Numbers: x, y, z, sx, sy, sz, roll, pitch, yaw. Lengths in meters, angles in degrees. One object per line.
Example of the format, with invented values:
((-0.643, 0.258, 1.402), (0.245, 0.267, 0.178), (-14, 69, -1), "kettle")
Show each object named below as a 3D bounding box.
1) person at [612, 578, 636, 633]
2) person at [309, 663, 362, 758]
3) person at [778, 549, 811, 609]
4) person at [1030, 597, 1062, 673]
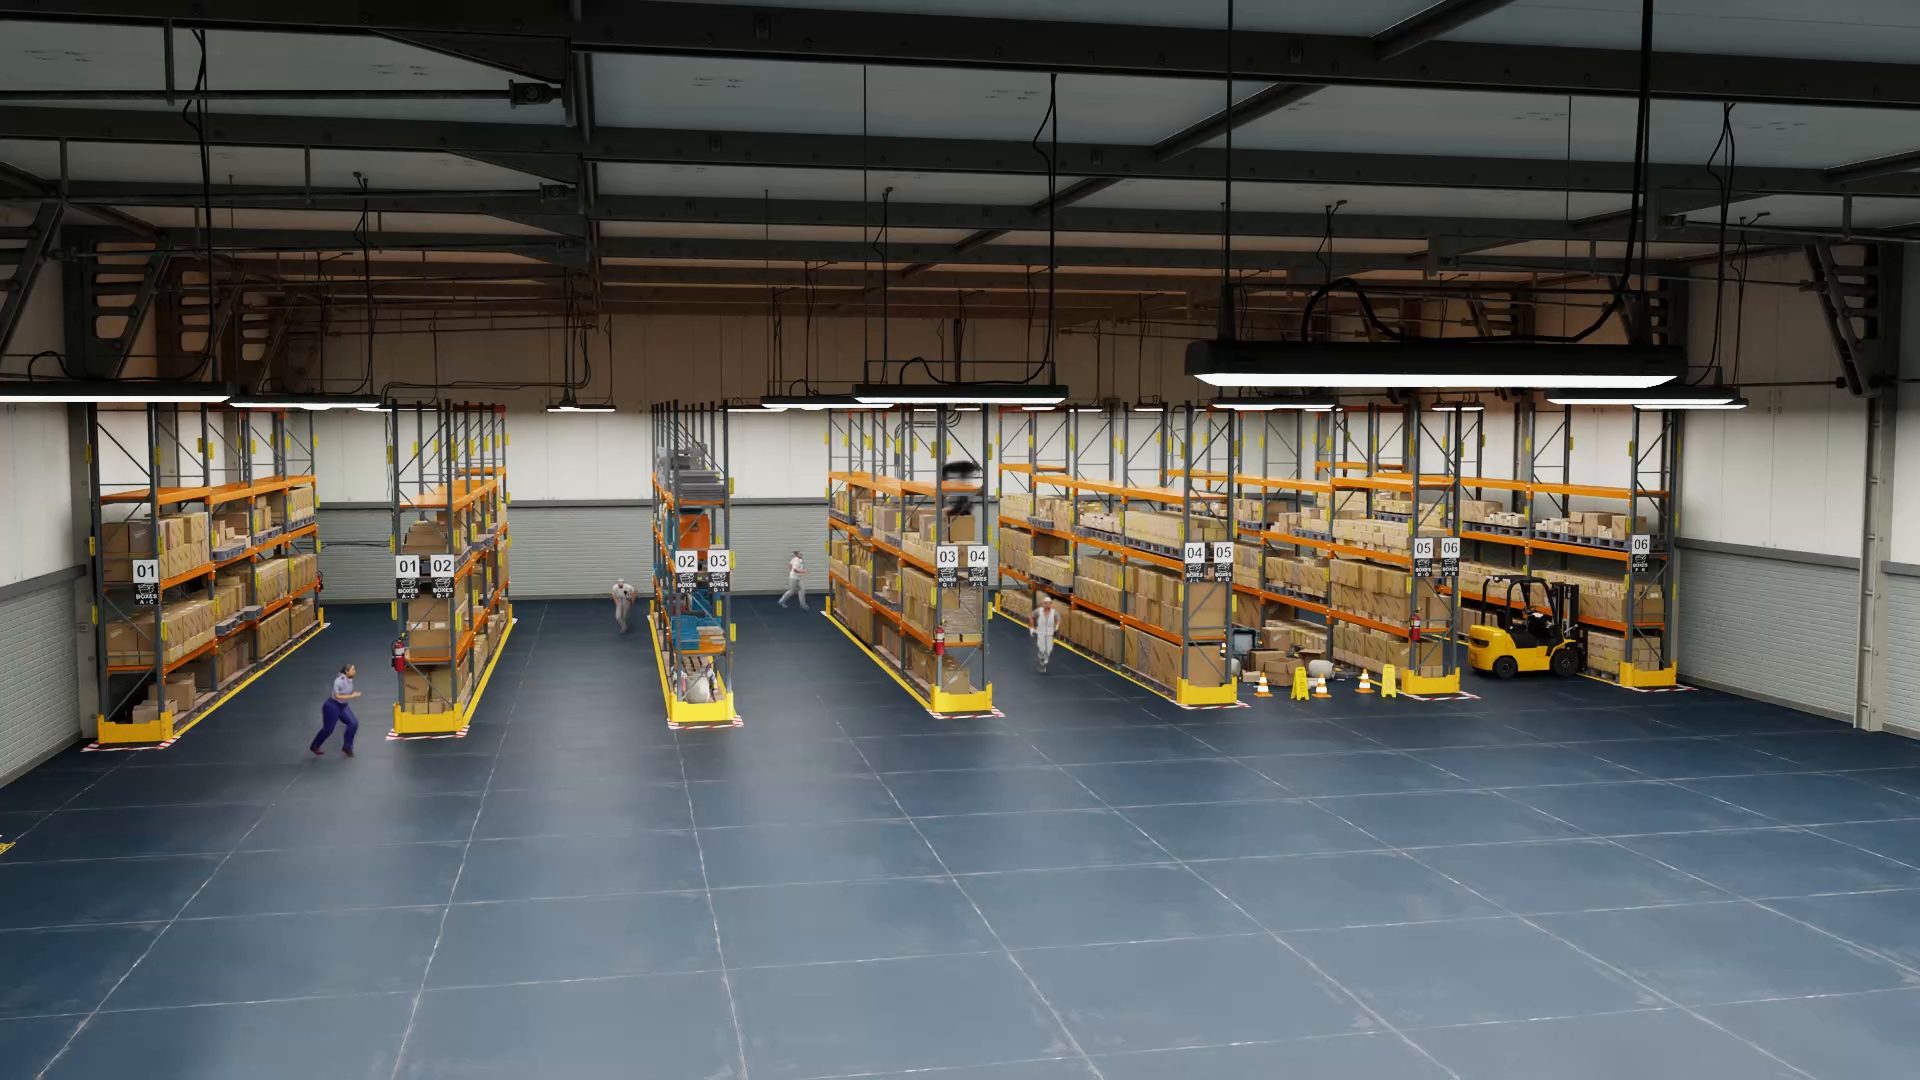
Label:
((-8.824, 1.710, 43.730), (0.623, 1.480, 0.921), (0, 4, 0), "person")
((-10.422, 2.870, 27.767), (0.930, 1.660, 0.624), (0, 4, 5), "person")
((-4.872, 1.167, 48.913), (0.948, 1.799, 0.627), (0, 4, 1), "person")
((1.904, 2.100, 36.741), (0.665, 1.720, 0.728), (-1, 4, -11), "person")
